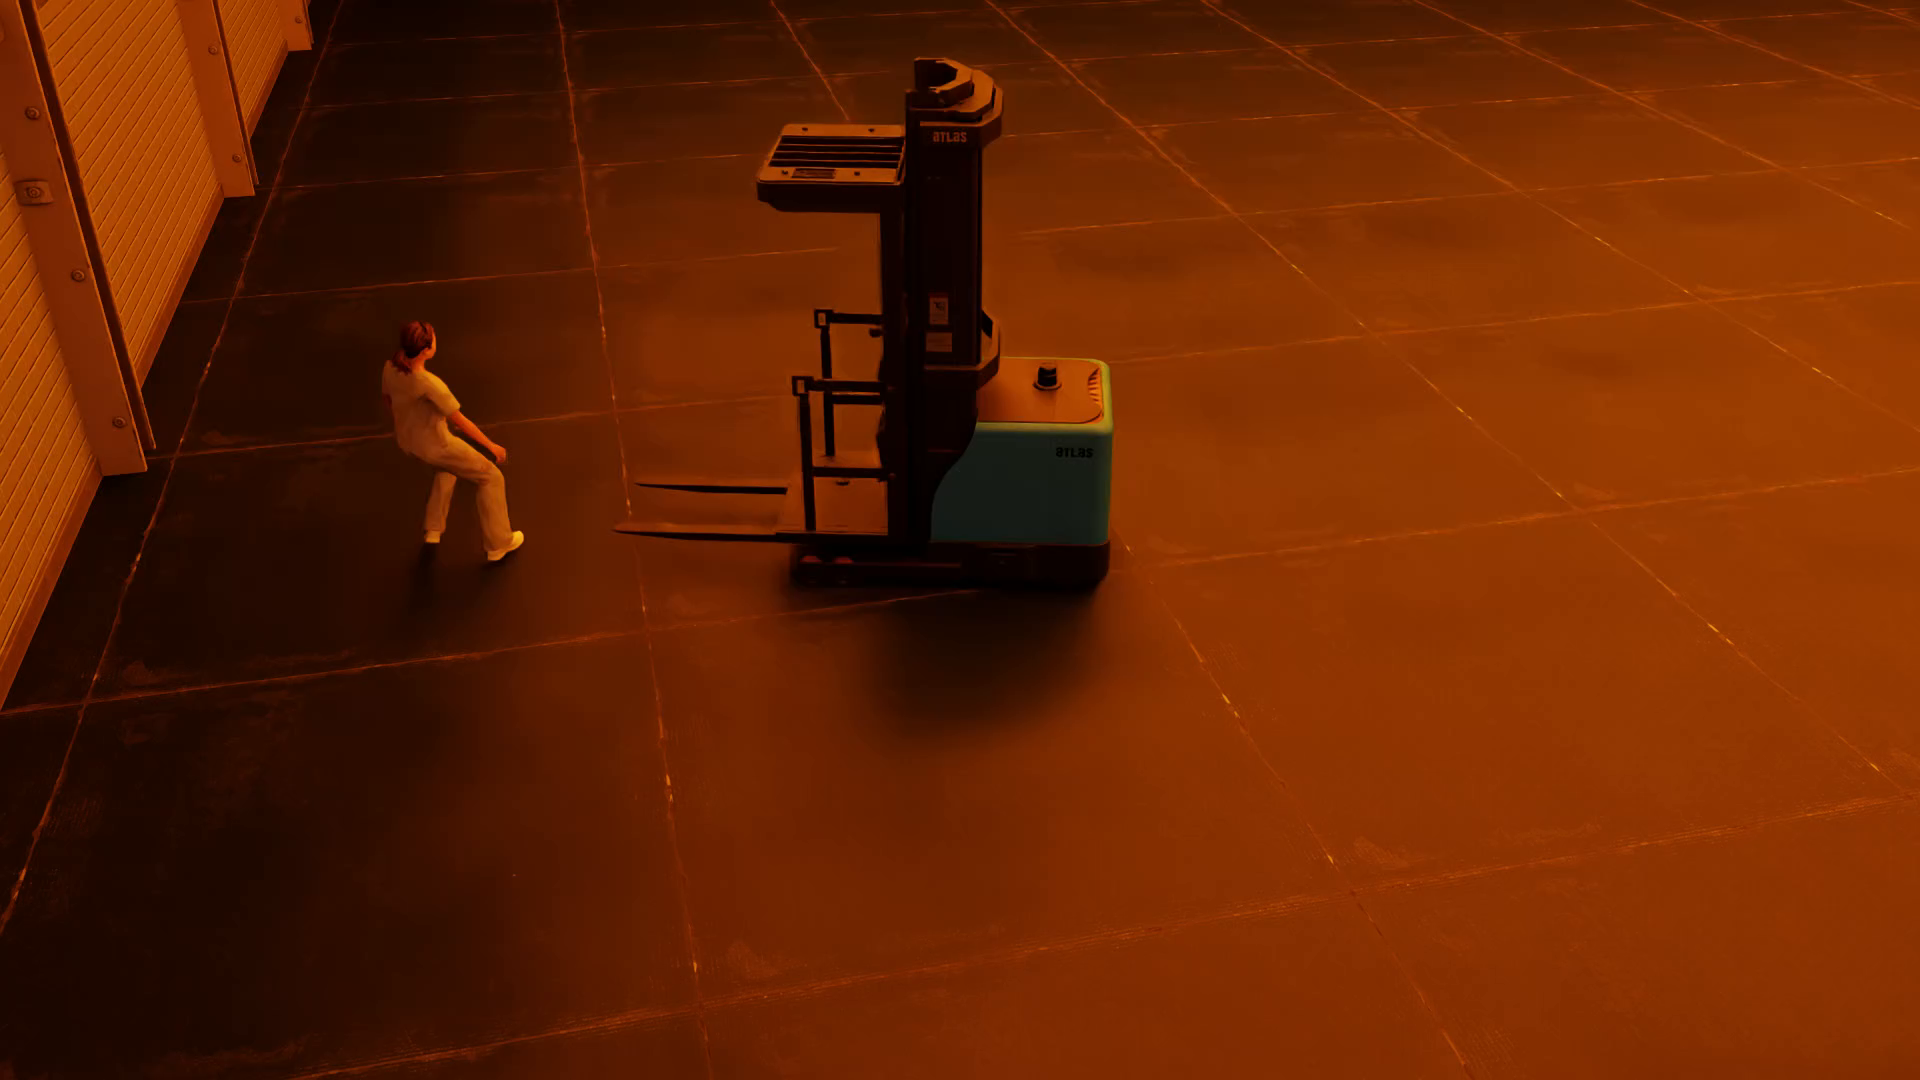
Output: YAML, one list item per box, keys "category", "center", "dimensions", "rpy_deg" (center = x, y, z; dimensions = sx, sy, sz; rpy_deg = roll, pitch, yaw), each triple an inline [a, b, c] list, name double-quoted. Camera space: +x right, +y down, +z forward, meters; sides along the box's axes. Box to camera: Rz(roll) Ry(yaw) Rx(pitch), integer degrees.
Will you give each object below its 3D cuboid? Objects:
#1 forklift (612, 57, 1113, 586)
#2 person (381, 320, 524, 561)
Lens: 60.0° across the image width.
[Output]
- category: "forklift"
  center: [-0.599, -1.263, 9.756]
  dimensions: [3.031, 2.935, 1.130]
  rpy_deg: [1, 30, 3]
- category: "person"
  center: [-3.074, -0.618, 9.943]
  dimensions: [0.719, 1.549, 0.547]
  rpy_deg: [18, 34, 28]
